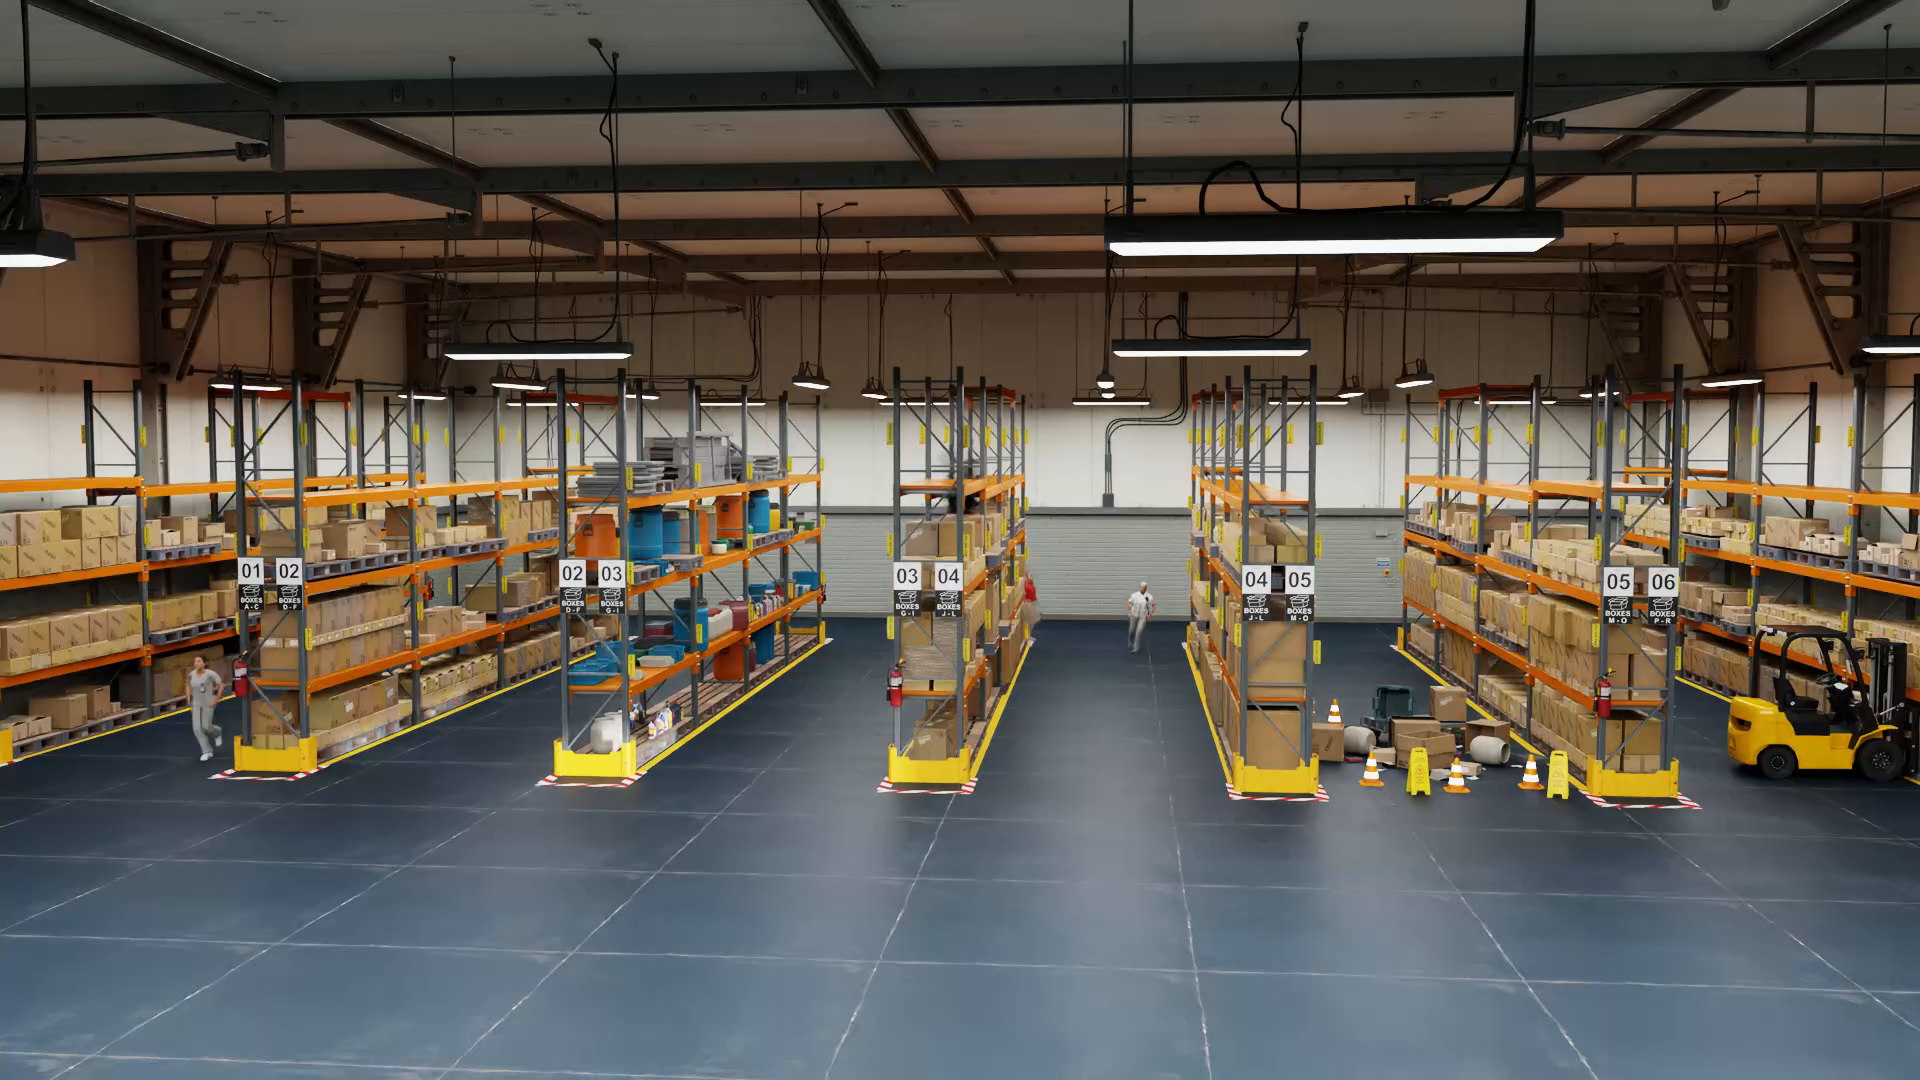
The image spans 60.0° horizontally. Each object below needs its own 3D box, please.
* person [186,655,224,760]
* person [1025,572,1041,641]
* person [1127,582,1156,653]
[{"bbox_3d":[-11.785,2.585,25.965,0.582,1.631,0.606,0,4,5],"label":"person"},{"bbox_3d":[1.706,1.627,40.940,0.522,1.698,0.693,1,4,20],"label":"person"},{"bbox_3d":[4.228,1.789,38.757,0.671,1.625,0.671,1,4,9],"label":"person"}]
